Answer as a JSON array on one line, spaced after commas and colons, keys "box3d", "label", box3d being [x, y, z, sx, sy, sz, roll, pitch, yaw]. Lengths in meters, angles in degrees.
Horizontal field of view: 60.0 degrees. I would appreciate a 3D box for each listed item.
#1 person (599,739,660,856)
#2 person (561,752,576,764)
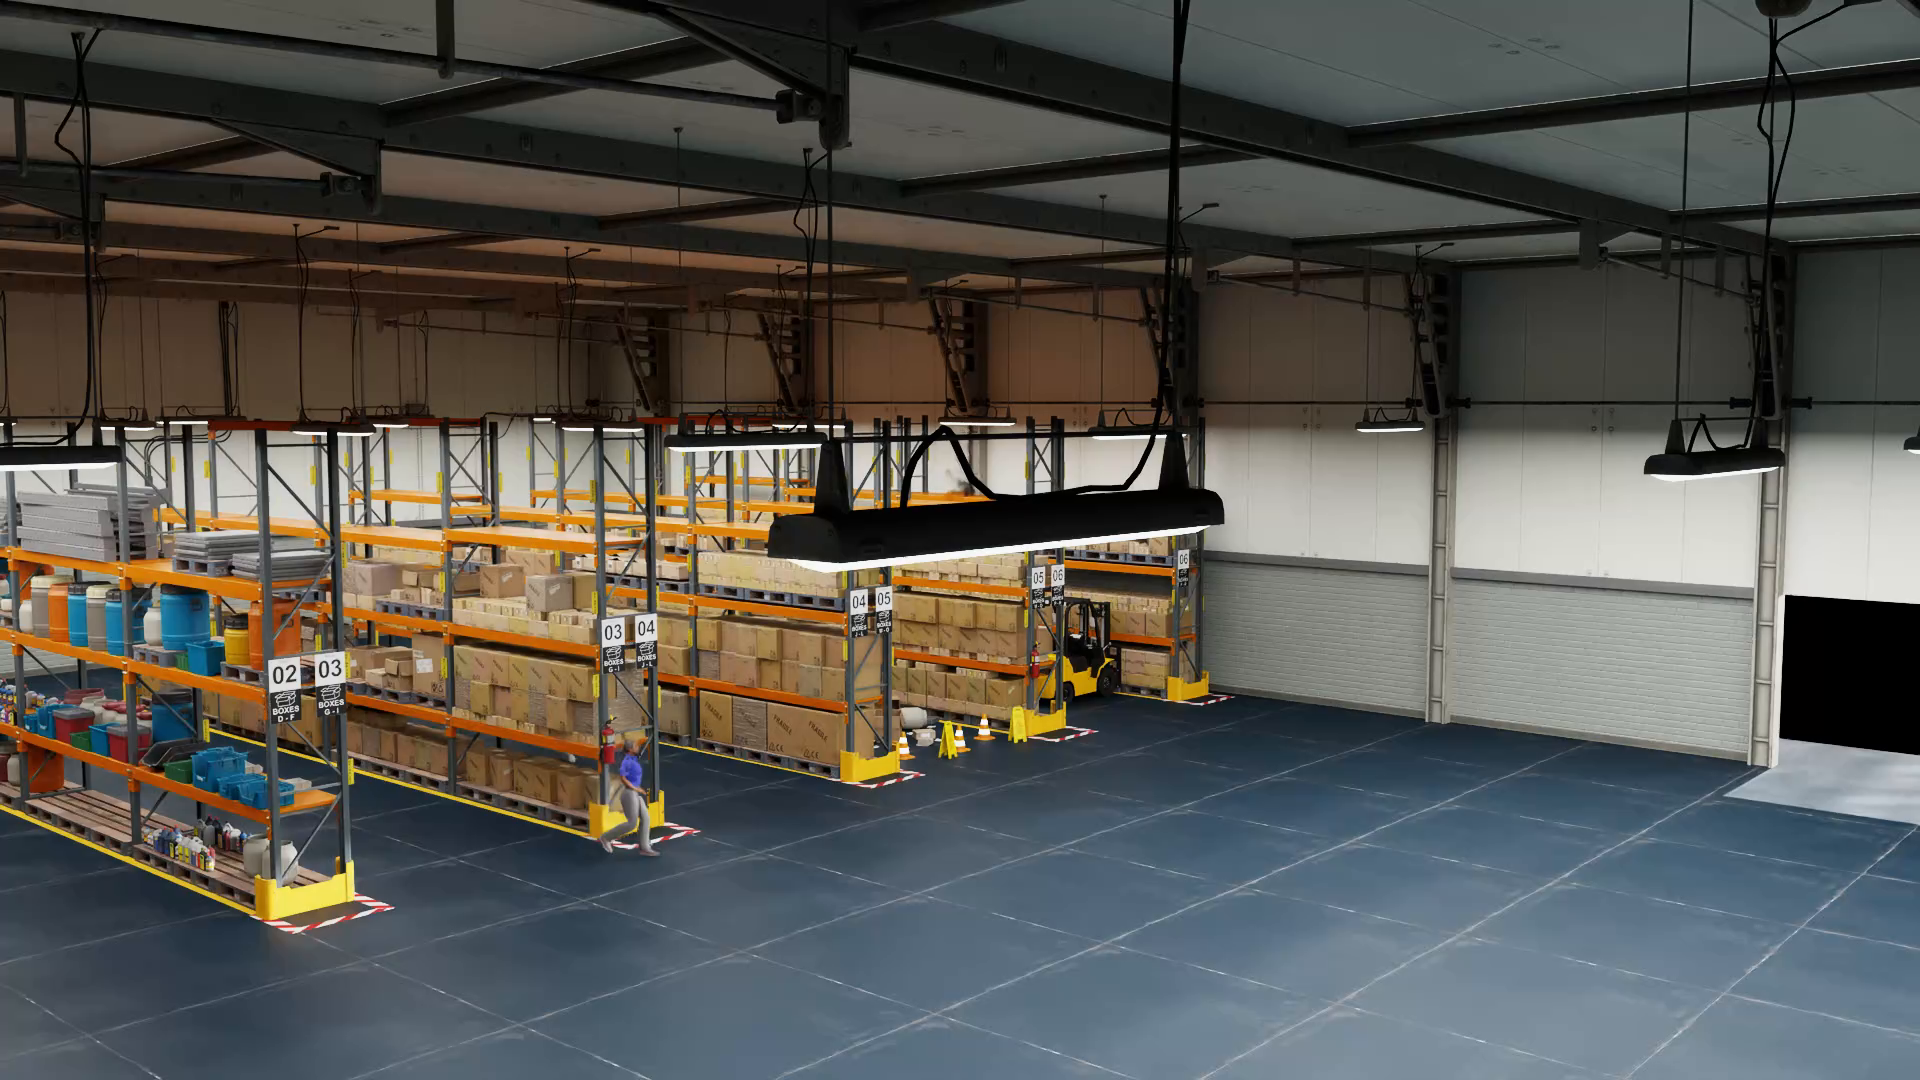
[{"box3d": [-4.604, 3.594, 23.264, 0.837, 1.611, 0.624, 0, 5, -2], "label": "person"}, {"box3d": [-6.788, 3.016, 29.215, 0.717, 1.794, 0.655, 3, 6, 32], "label": "person"}]
